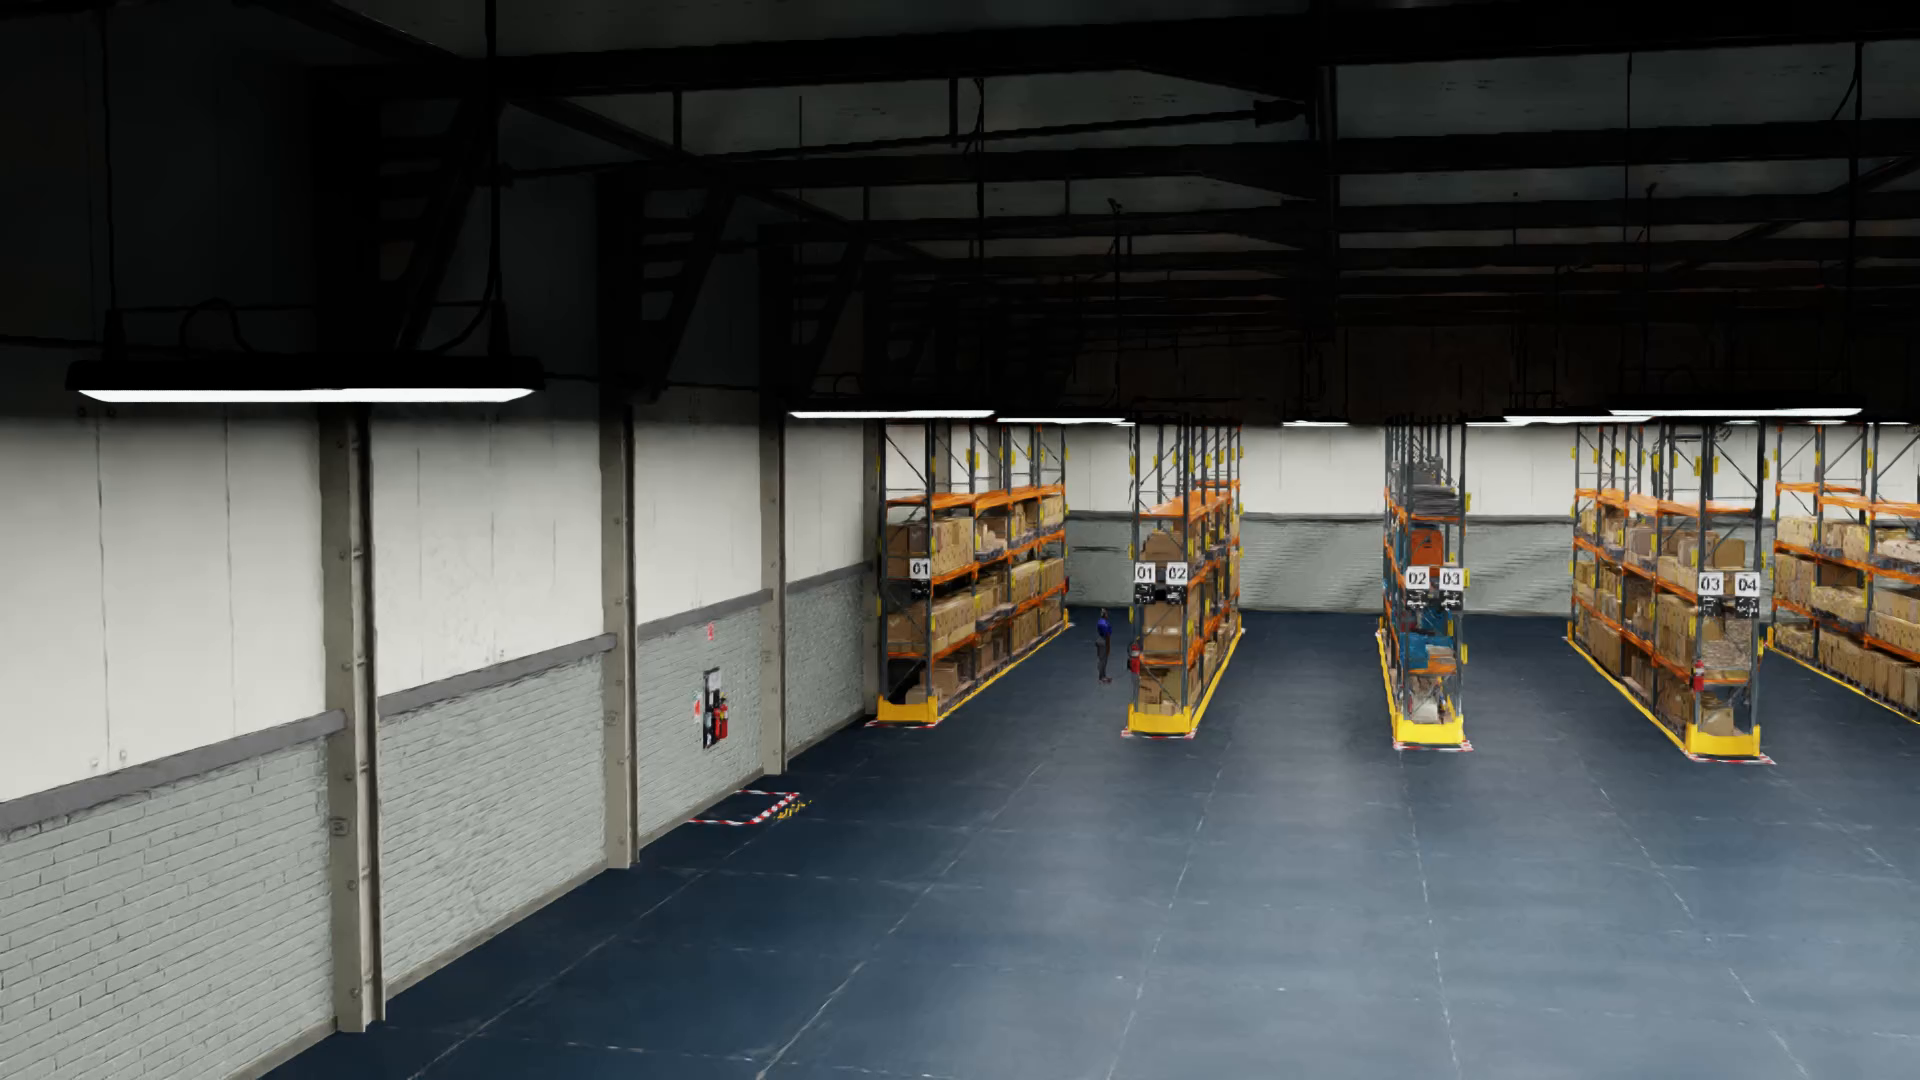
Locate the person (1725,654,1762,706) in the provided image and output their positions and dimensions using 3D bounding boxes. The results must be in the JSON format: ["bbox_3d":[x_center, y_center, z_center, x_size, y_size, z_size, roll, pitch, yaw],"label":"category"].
[{"bbox_3d":[16.022,2.571,34.046,0.719,1.714,0.578,1,4,11],"label":"person"}]

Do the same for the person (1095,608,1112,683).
[{"bbox_3d":[3.256,2.355,37.348,0.415,1.661,0.499,-1,4,-18],"label":"person"}]
